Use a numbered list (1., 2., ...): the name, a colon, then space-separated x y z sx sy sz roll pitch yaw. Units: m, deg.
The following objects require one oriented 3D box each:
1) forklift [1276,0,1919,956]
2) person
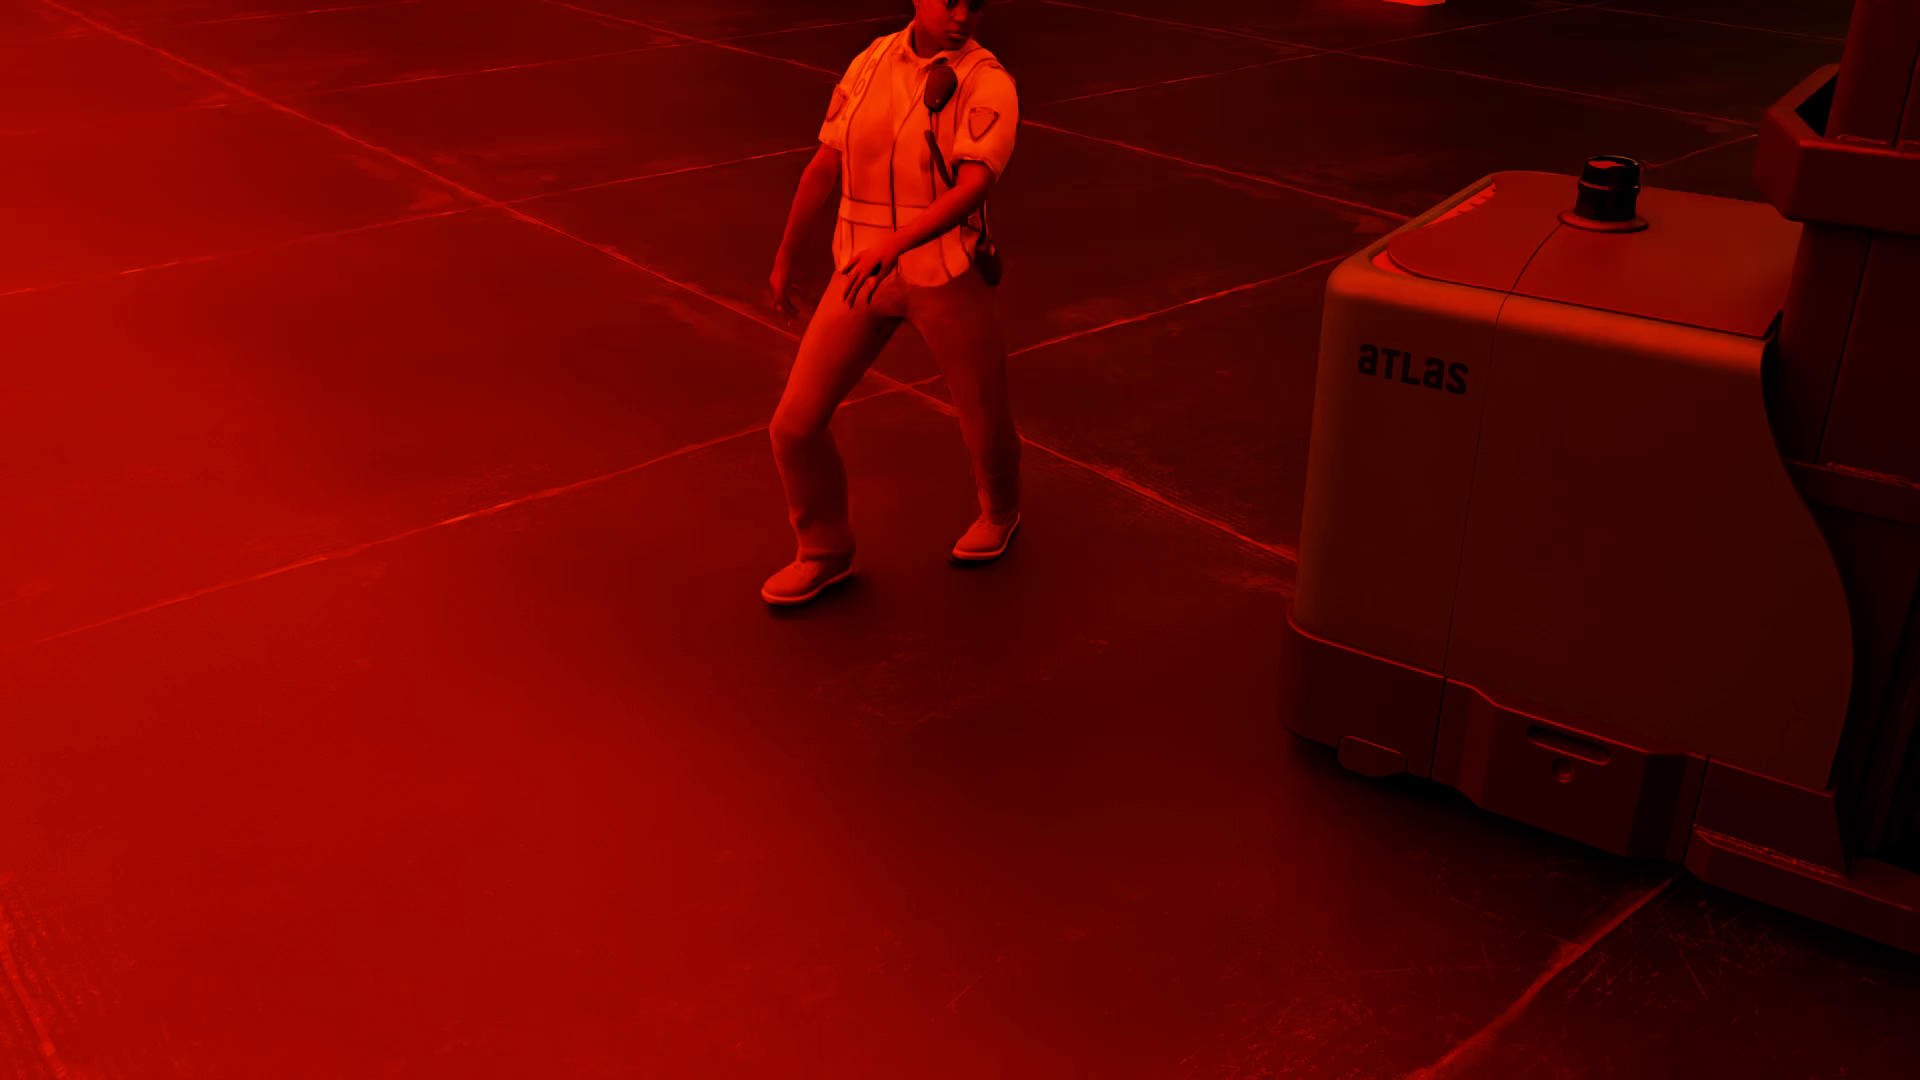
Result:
1. forklift: 2.181 -0.665 2.543 3.031 2.935 1.130 17 31 31
2. person: -0.181 -0.608 3.955 0.622 1.581 0.789 7 27 13
